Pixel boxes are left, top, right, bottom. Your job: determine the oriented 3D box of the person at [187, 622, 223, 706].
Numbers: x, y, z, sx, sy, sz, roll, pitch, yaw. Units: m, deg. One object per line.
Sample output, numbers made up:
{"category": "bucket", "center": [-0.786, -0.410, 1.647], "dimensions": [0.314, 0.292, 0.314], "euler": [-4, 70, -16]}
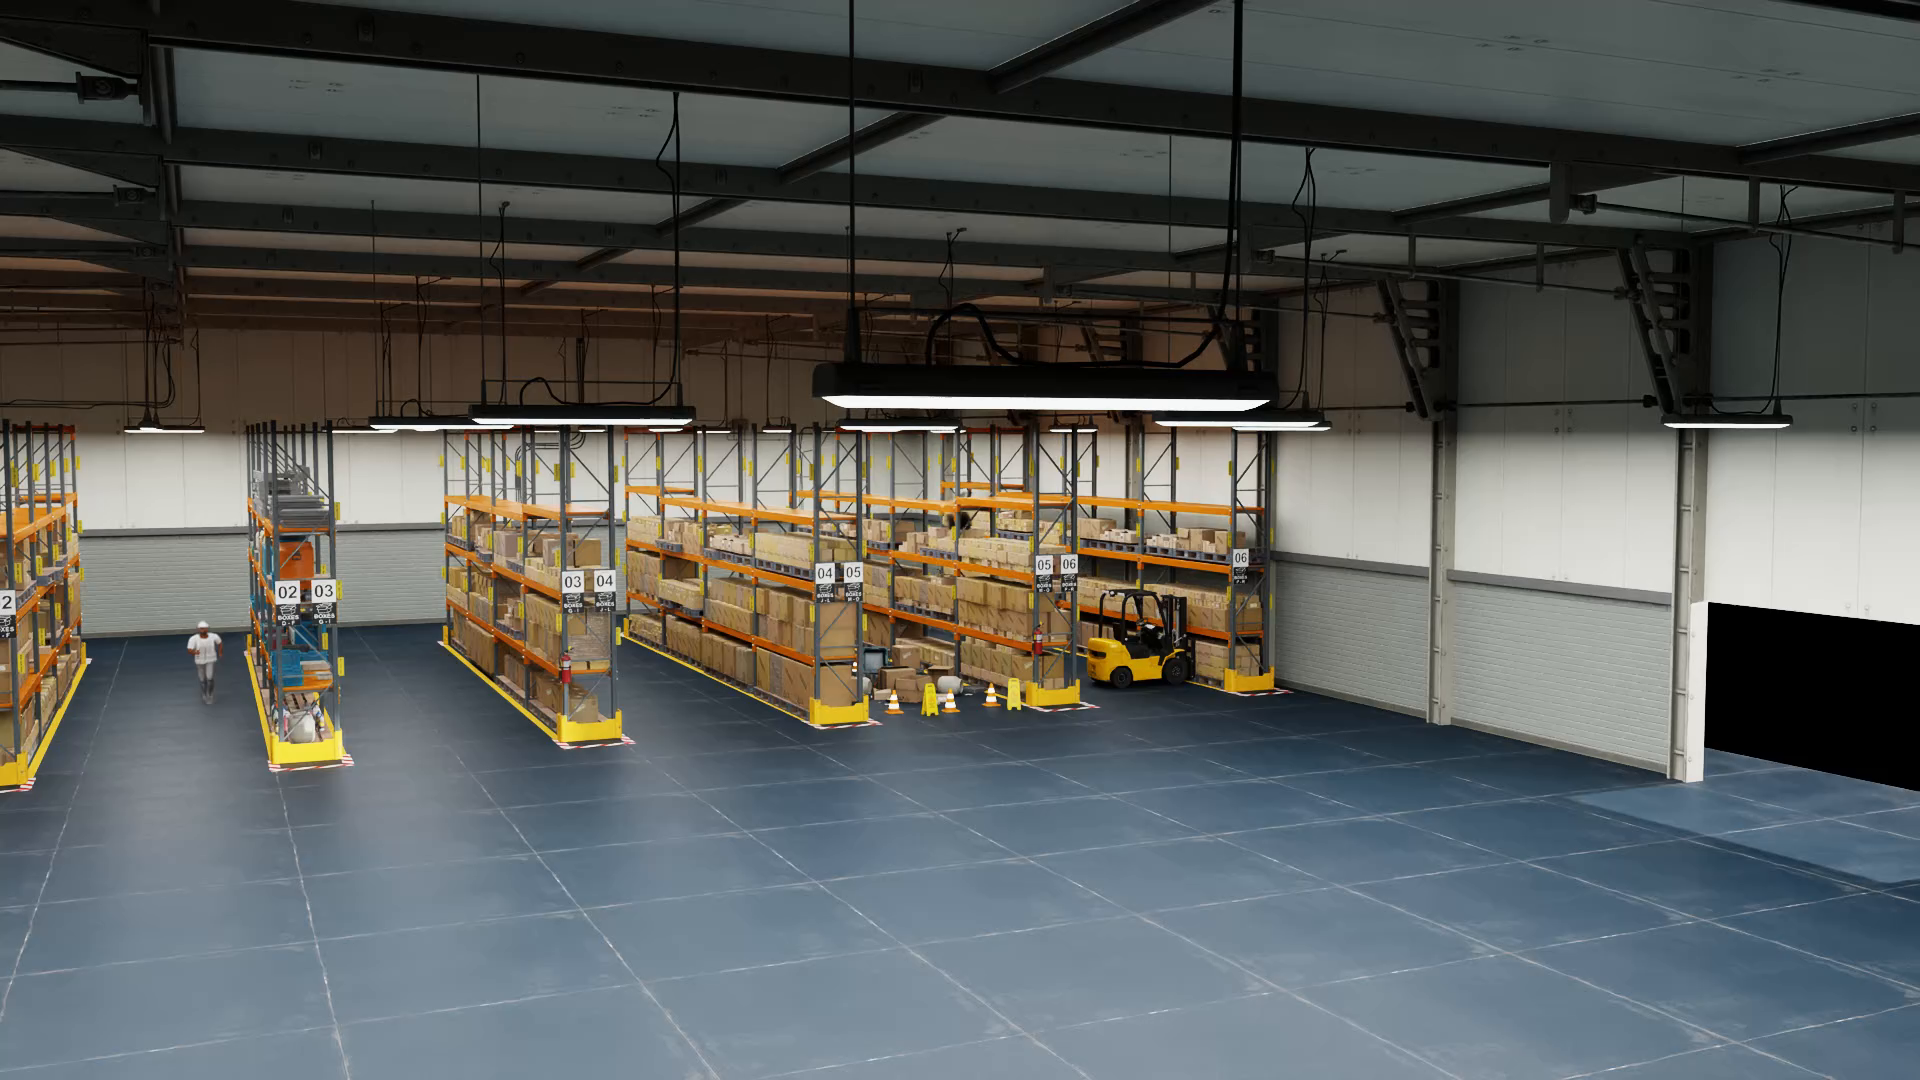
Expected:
{"category": "person", "center": [-16.070, 2.633, 35.397], "dimensions": [0.651, 1.811, 0.833], "euler": [-1, 4, -16]}
